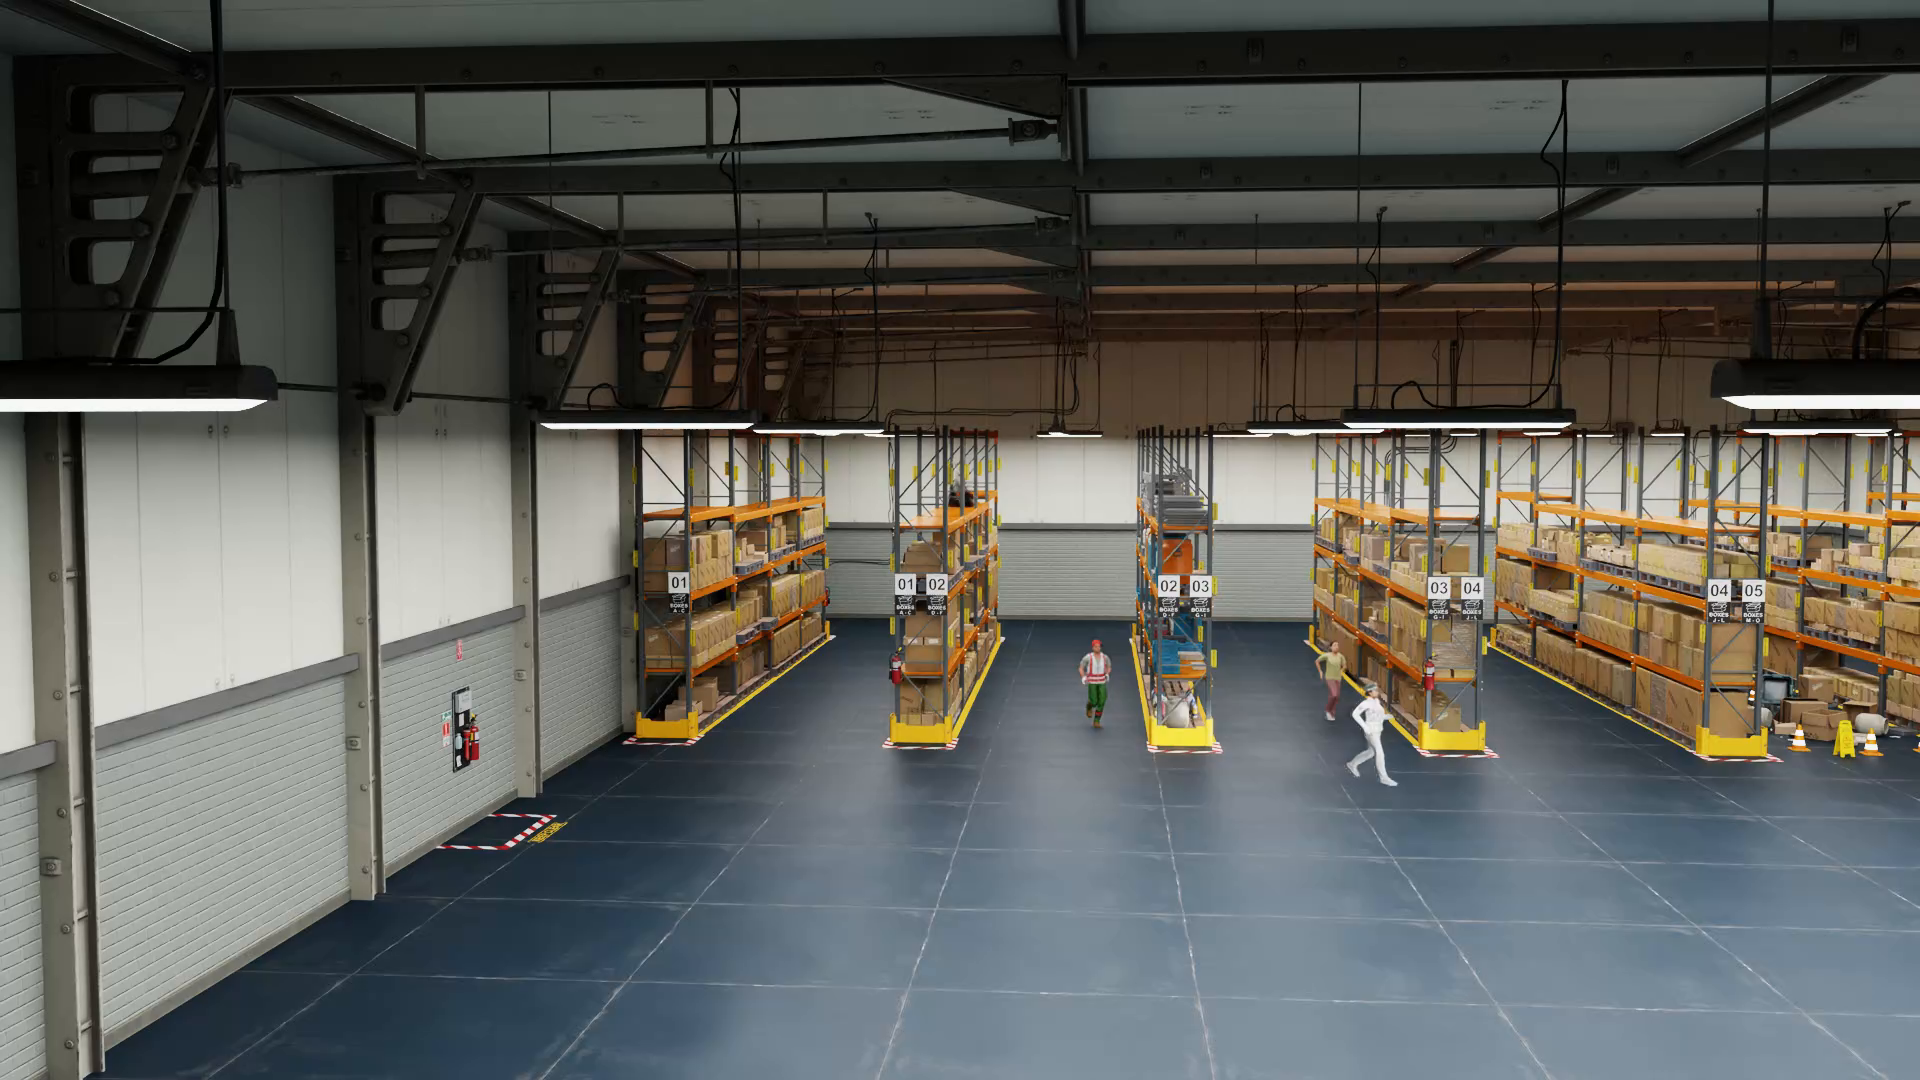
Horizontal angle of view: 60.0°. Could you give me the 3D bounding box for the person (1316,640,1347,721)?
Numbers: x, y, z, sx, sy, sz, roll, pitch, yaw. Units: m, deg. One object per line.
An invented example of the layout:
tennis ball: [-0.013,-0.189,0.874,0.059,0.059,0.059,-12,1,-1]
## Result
person: [7.592,2.851,33.772,0.565,1.639,0.599,-1,4,-14]

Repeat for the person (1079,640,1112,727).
person: [2.729,2.860,33.271,0.657,1.743,0.605,-1,3,-10]

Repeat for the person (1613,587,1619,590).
person: [18.914,2.151,47.277,0.841,1.564,0.627,1,4,13]

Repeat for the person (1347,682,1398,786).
person: [6.859,3.195,27.642,0.922,1.673,0.613,3,4,37]
